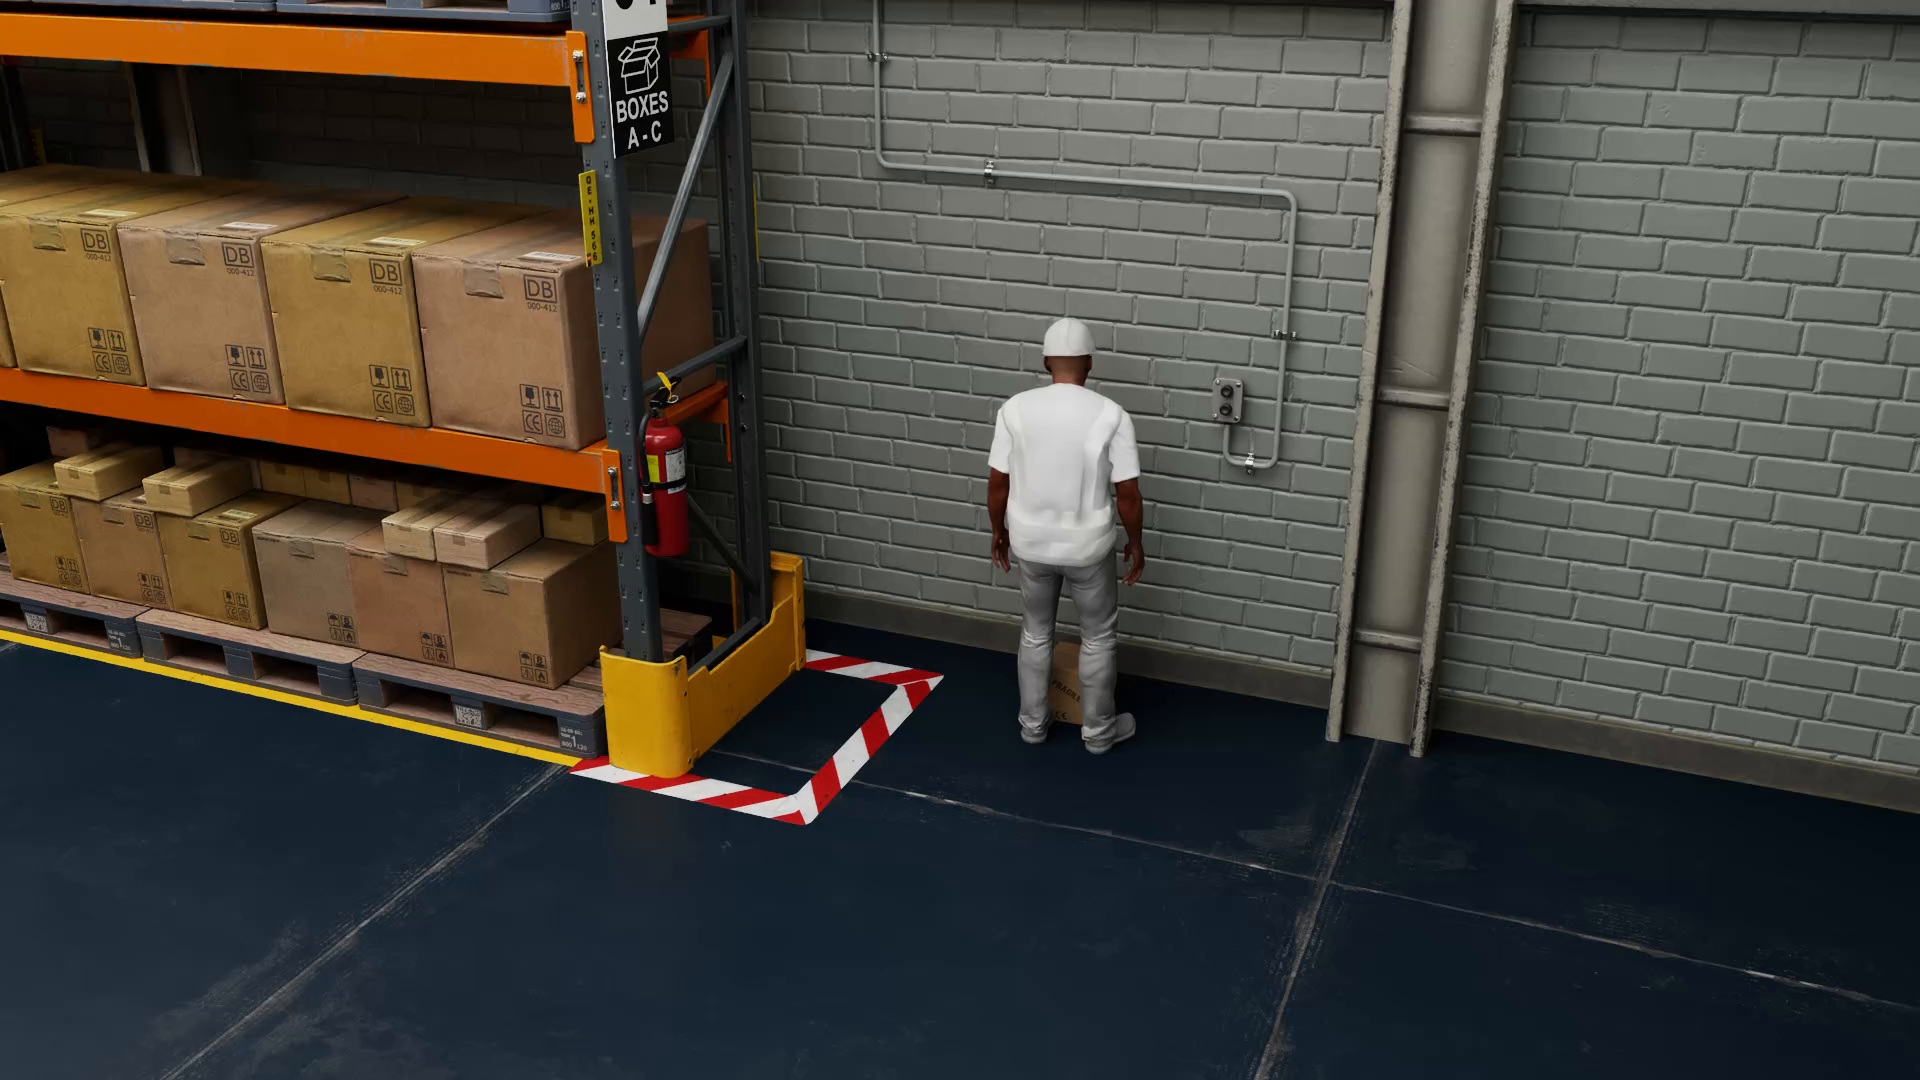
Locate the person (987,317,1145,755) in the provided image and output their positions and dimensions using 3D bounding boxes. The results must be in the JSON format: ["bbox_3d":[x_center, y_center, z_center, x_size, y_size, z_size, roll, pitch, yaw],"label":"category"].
[{"bbox_3d":[0.422,-0.005,6.581,0.629,1.759,0.460,7,23,17],"label":"person"}]
